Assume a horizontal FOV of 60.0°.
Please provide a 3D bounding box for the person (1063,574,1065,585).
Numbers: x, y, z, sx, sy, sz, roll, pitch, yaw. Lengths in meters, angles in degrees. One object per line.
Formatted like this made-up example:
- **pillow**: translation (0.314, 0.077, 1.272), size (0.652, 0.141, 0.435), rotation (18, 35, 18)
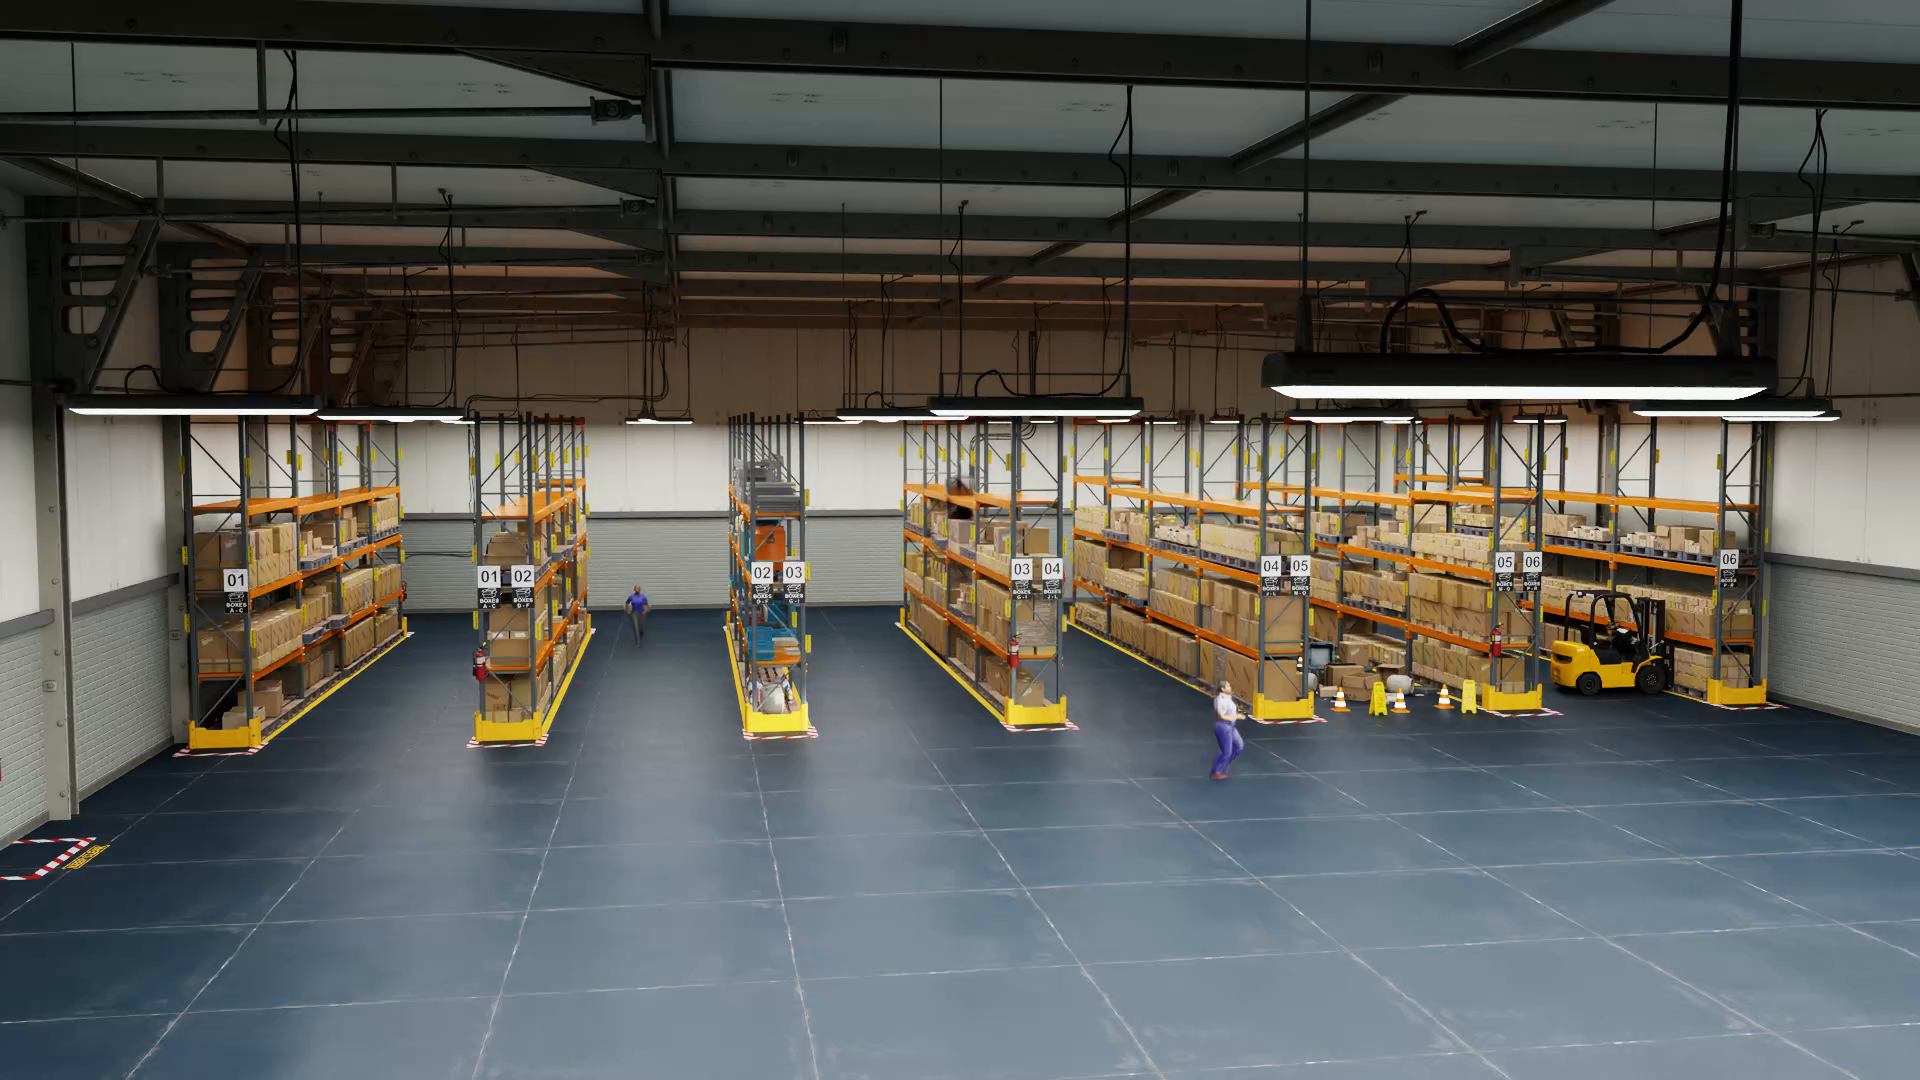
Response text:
- **person**: translation (2.847, 1.549, 49.191), size (0.655, 1.734, 0.678), rotation (-3, 5, -38)

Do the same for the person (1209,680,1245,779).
- **person**: translation (4.353, 3.080, 26.953), size (0.590, 1.627, 0.589), rotation (1, 4, 18)

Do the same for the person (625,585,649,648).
- **person**: translation (-8.405, 1.976, 43.313), size (0.615, 1.618, 0.836), rotation (-1, 4, -15)
